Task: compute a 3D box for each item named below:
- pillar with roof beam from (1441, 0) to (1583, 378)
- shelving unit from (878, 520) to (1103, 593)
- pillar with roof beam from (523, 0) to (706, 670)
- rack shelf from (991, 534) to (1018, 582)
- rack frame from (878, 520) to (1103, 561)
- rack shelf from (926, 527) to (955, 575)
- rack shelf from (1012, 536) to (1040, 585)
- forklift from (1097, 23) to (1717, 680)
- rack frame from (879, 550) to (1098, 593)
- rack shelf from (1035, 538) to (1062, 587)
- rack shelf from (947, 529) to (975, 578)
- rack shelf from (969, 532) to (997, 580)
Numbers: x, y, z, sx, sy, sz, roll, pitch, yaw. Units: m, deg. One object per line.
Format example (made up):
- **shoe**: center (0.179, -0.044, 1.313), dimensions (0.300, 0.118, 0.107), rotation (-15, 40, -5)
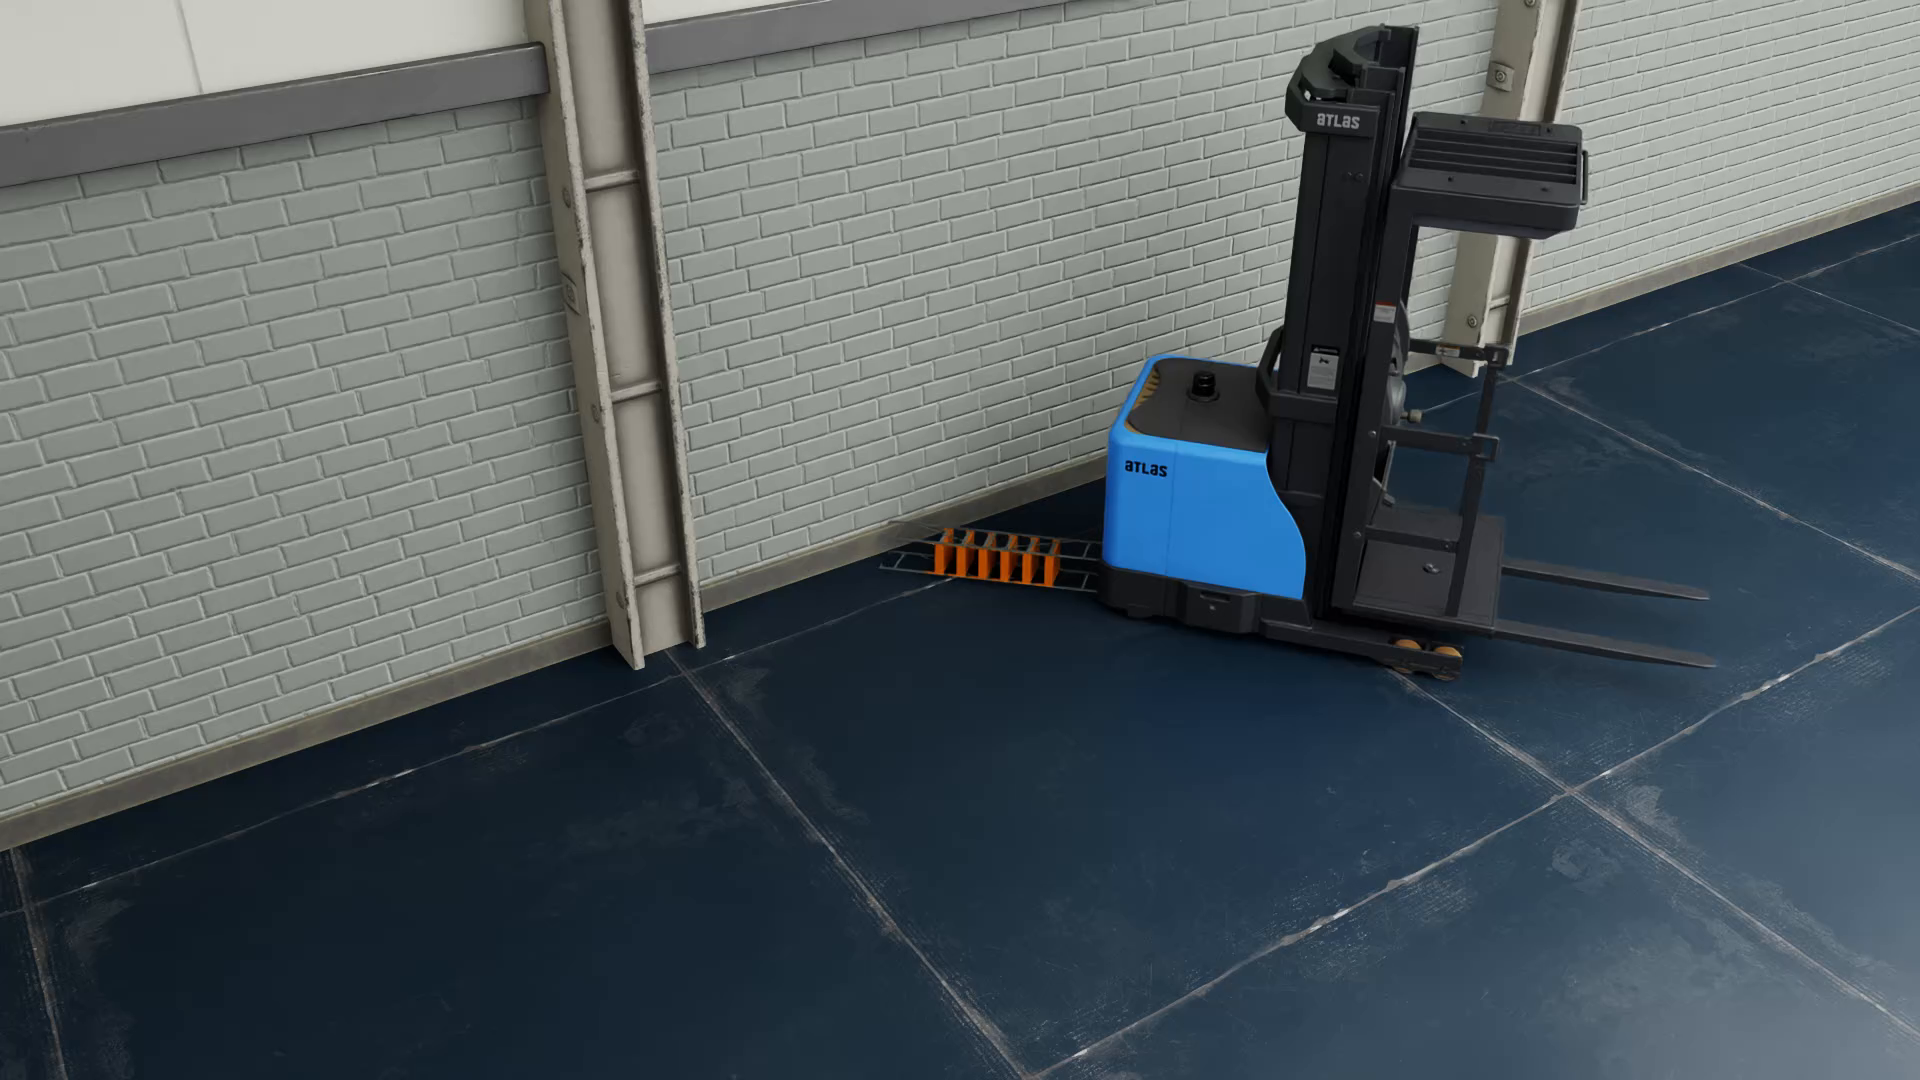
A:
- **pillar with roof beam**: center (5.828, -3.082, 5.823), dimensions (0.400, 9.000, 9.100), rotation (-19, 37, -27)
- **shelving unit**: center (0.170, 0.084, 9.002), dimensions (1.200, 0.189, 0.258), rotation (6, 24, 12)
- **pillar with roof beam**: center (0.785, -1.348, 3.074), dimensions (0.400, 9.000, 9.100), rotation (-19, 37, -27)
- **rack shelf**: center (0.244, 0.092, 8.987), dimensions (0.103, 0.180, 0.258), rotation (6, 24, 12)
- **rack frame**: center (0.171, 0.000, 8.965), dimensions (1.200, 0.006, 0.240), rotation (6, 24, 12)
- **rack shelf**: center (-0.107, 0.054, 9.060), dimensions (0.103, 0.180, 0.258), rotation (6, 24, 12)
- **rack shelf**: center (0.360, 0.104, 8.962), dimensions (0.103, 0.180, 0.258), rotation (6, 24, 12)
- **forklift**: center (2.299, -0.862, 7.990), dimensions (3.031, 2.935, 1.130), rotation (10, 34, 15)
- **rack frame**: center (0.169, 0.167, 9.039), dimensions (1.200, 0.006, 0.240), rotation (6, 24, 12)
- **rack shelf**: center (0.477, 0.116, 8.937), dimensions (0.103, 0.180, 0.258), rotation (6, 24, 12)
- **rack shelf**: center (0.010, 0.067, 9.036), dimensions (0.103, 0.180, 0.258), rotation (6, 24, 12)
- **rack shelf**: center (0.127, 0.079, 9.011), dimensions (0.103, 0.180, 0.258), rotation (6, 24, 12)
